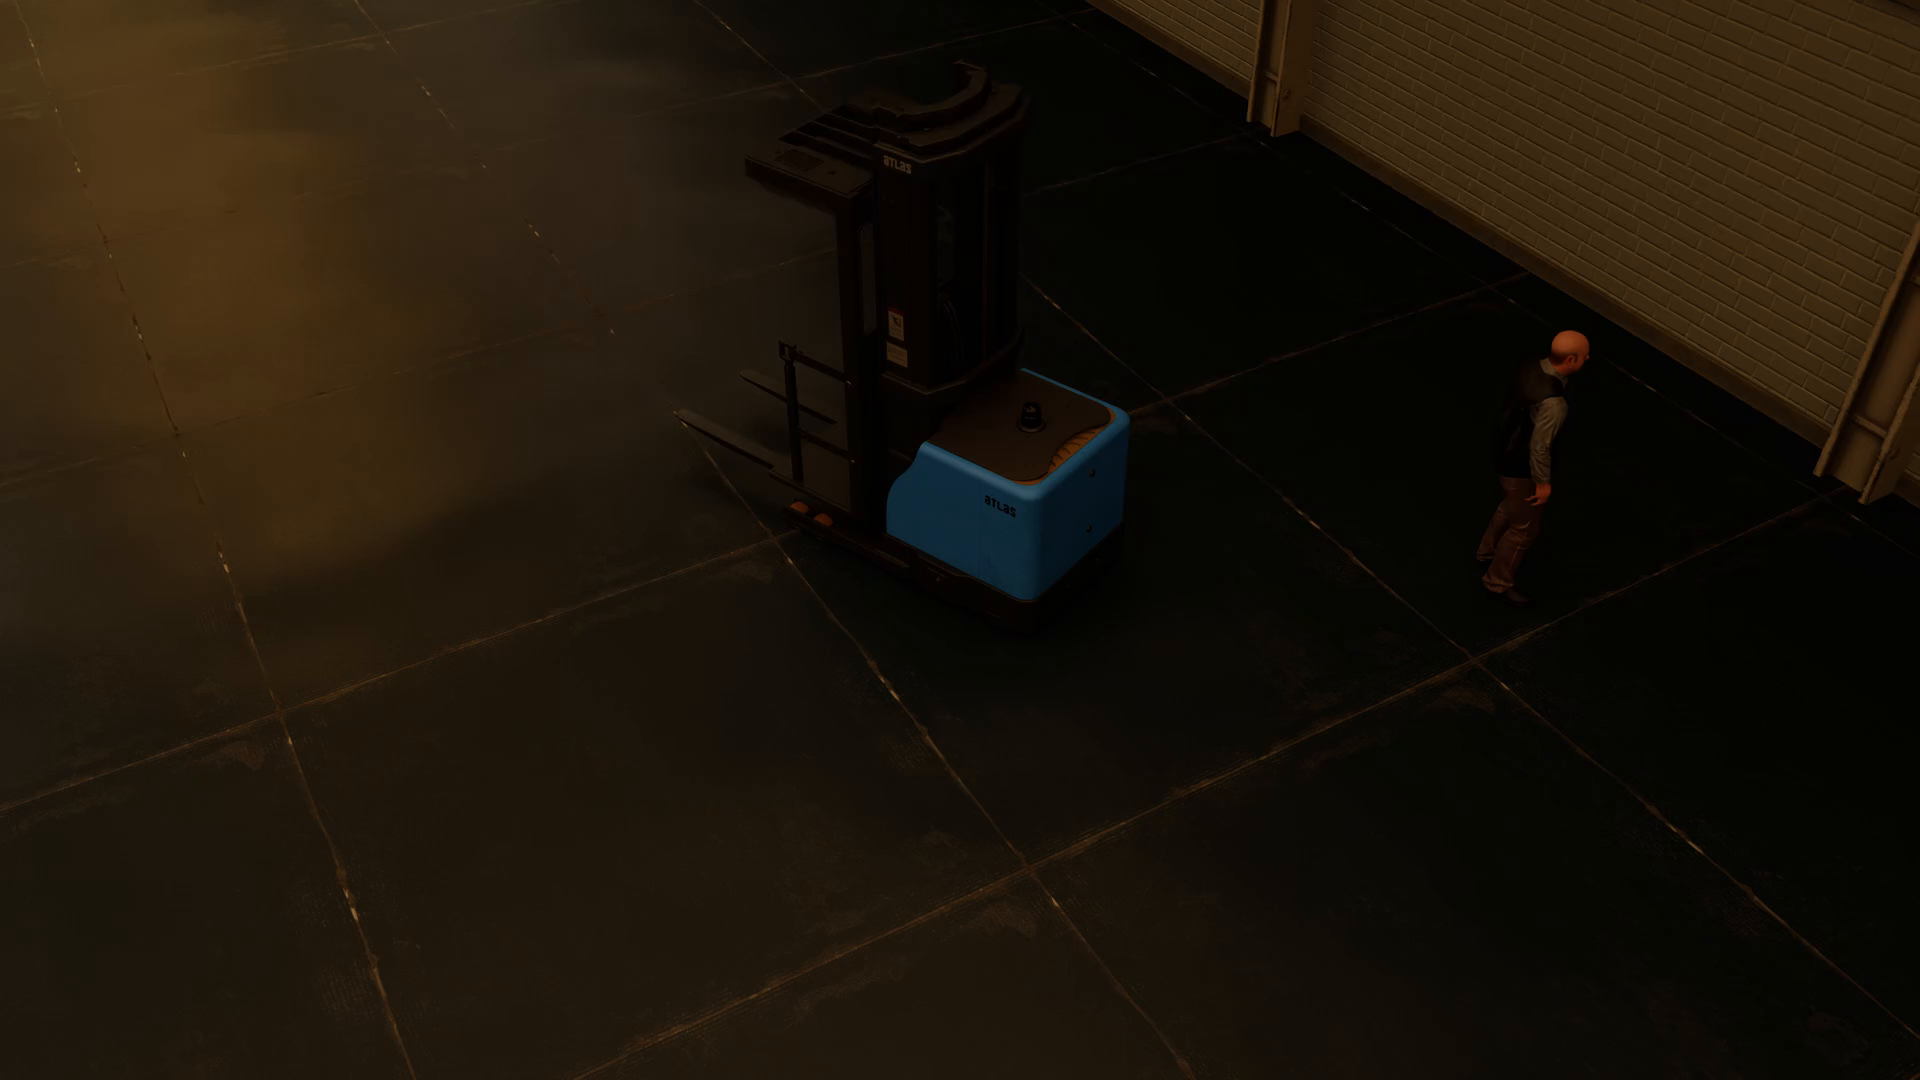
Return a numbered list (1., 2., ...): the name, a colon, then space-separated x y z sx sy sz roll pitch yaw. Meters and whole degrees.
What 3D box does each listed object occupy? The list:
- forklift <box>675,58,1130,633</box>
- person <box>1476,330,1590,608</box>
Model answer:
1. forklift: -0.481 -1.366 9.683 3.031 2.935 1.130 26 46 28
2. person: 3.242 -0.449 9.526 0.420 1.722 0.594 3 40 4
